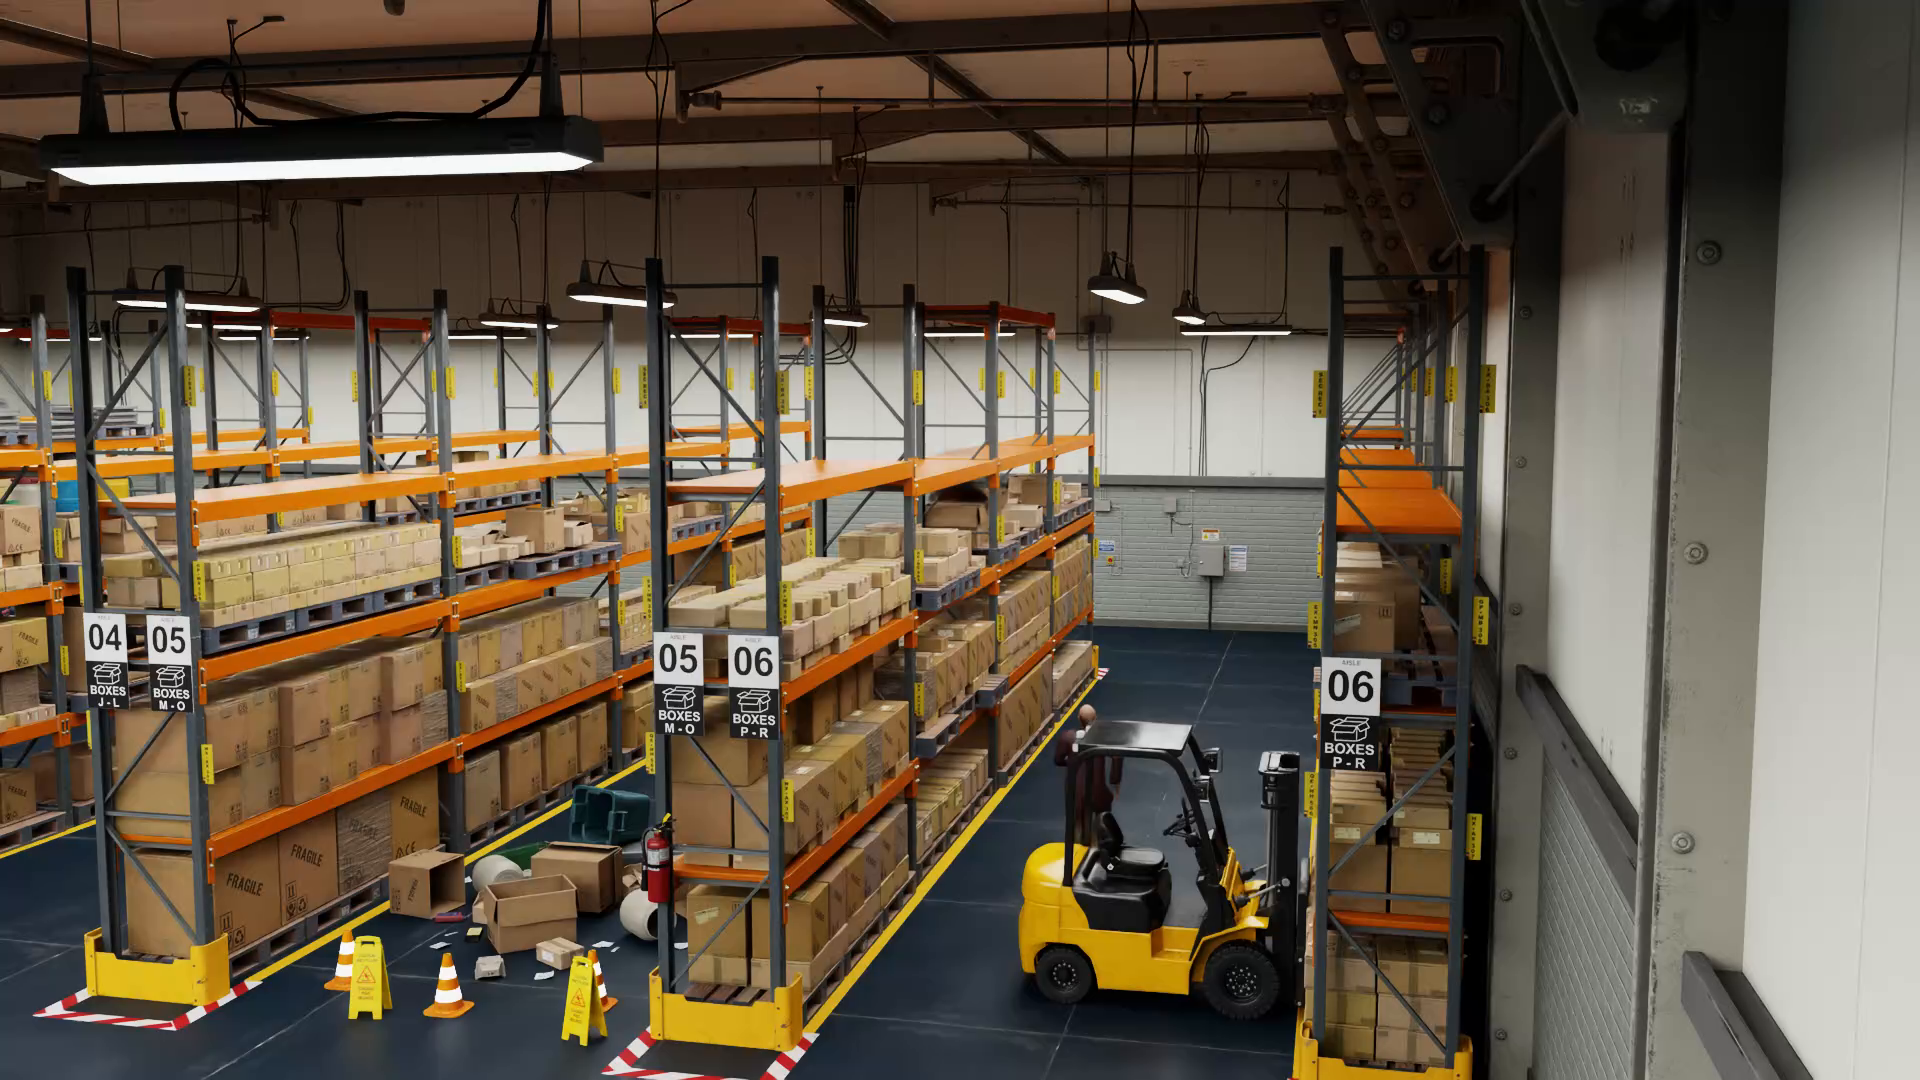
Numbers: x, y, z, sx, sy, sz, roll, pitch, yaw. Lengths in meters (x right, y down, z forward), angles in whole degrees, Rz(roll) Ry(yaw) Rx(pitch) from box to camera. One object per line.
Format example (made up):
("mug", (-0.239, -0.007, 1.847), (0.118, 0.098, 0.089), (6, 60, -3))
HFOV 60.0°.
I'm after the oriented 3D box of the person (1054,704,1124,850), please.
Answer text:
("person", (1.363, 2.570, 17.273), (0.751, 1.756, 0.681), (2, 6, 17))
